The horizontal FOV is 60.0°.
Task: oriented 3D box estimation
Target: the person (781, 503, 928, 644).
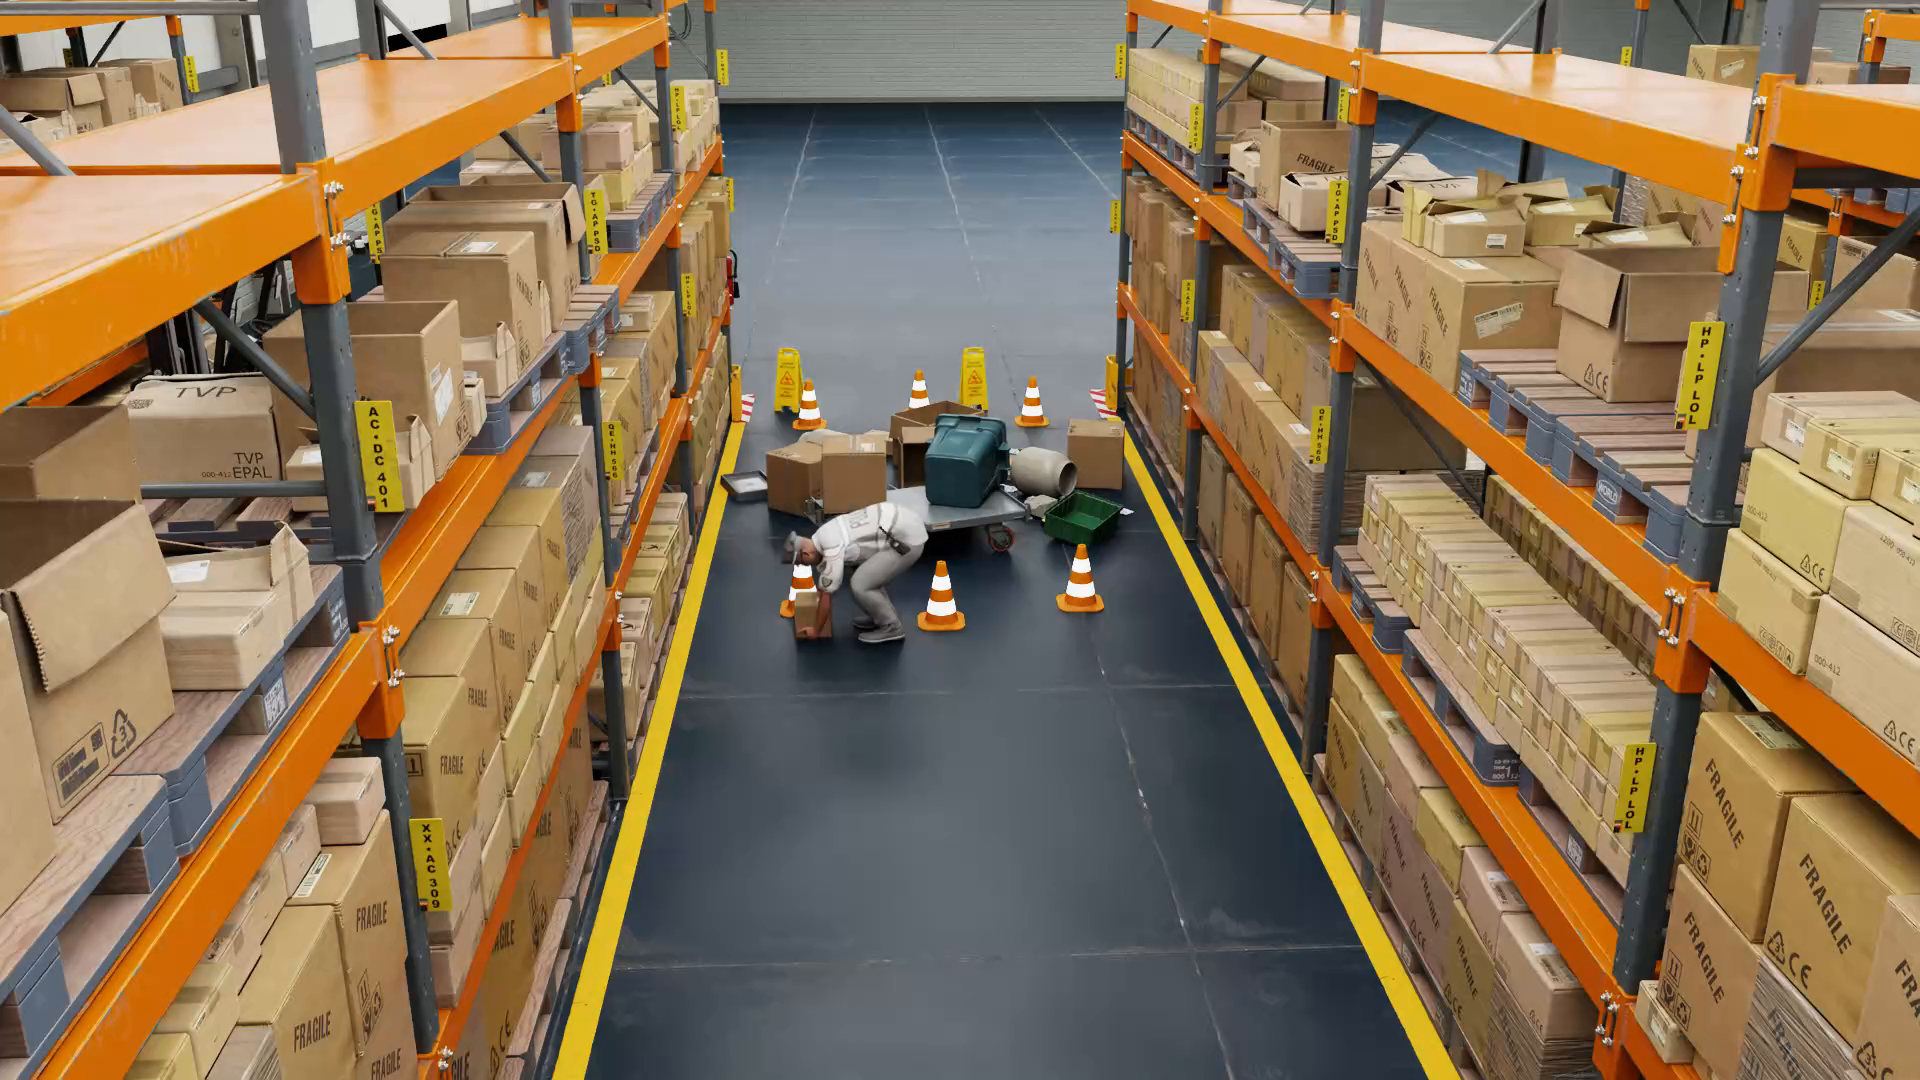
[{"bbox_3d":[-0.747,0.228,11.627,0.996,0.936,0.534,-2,20,-6],"label":"person"}]
